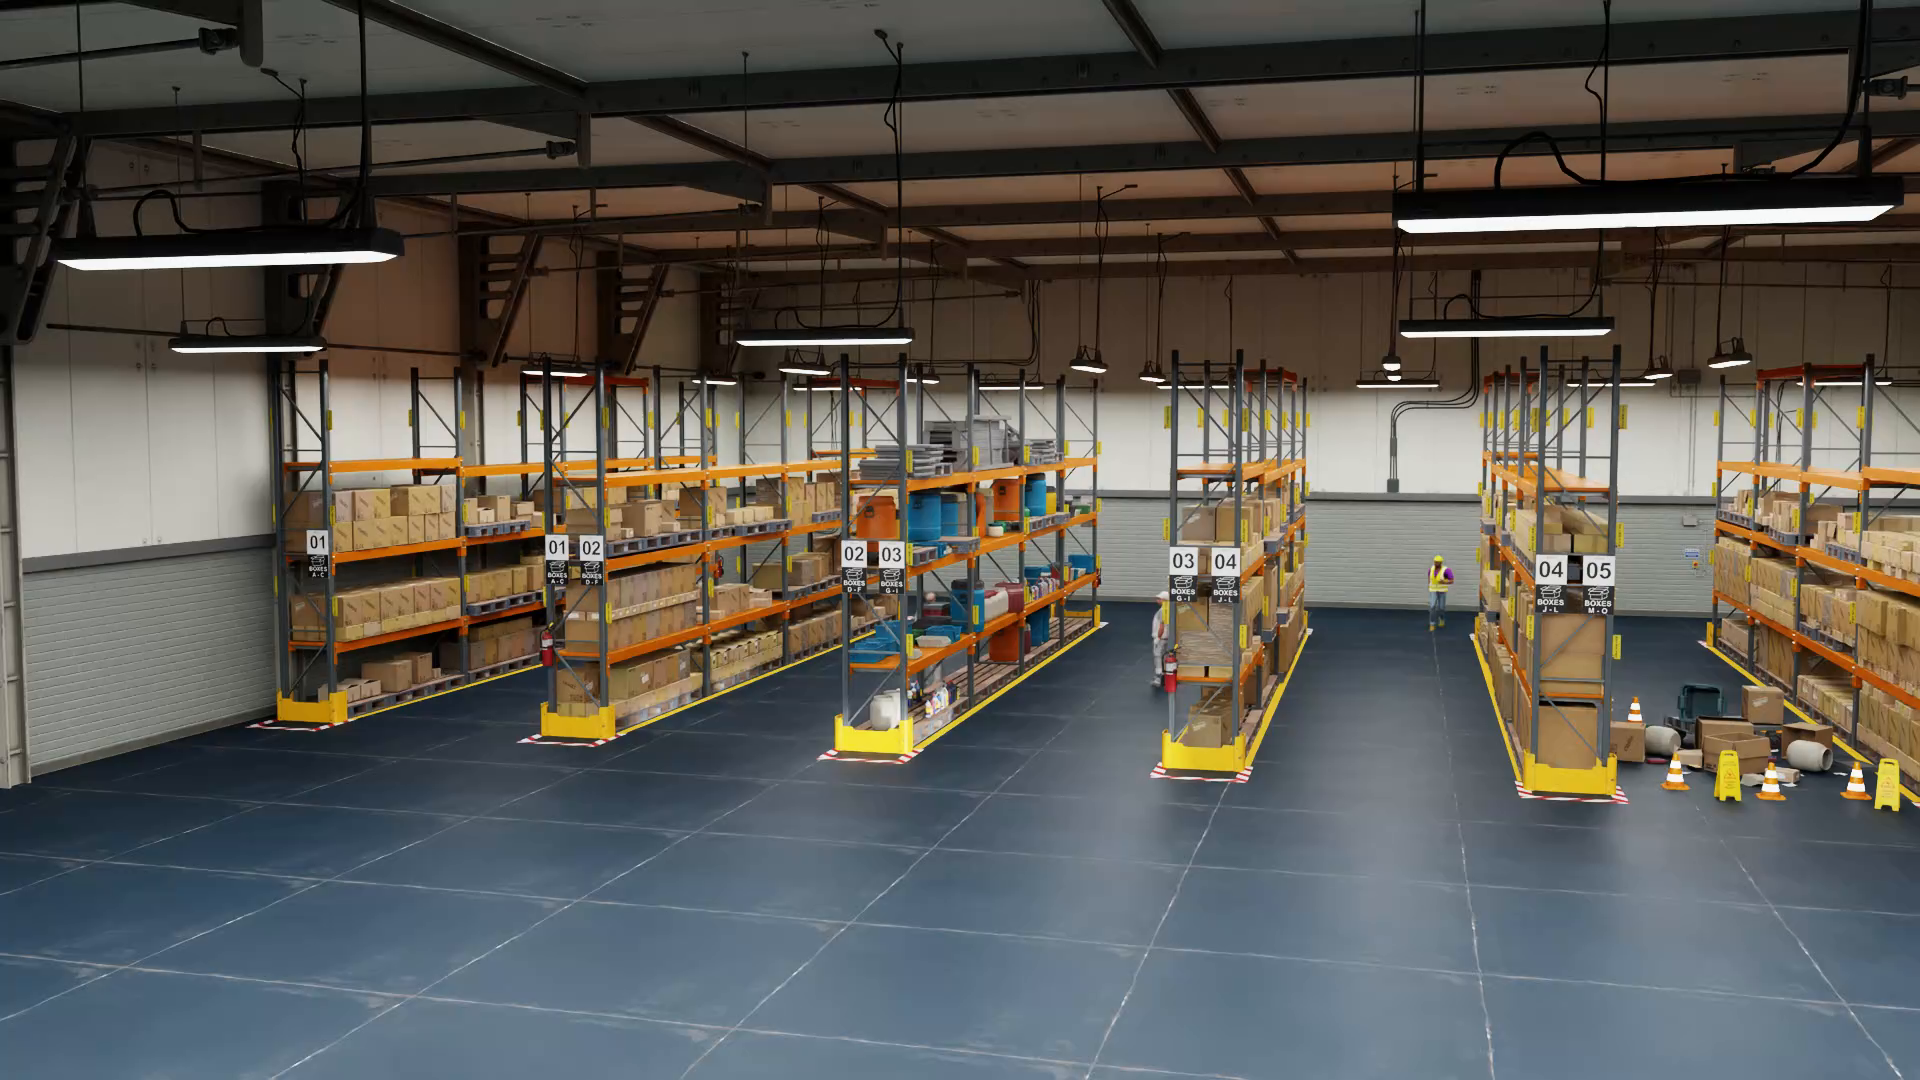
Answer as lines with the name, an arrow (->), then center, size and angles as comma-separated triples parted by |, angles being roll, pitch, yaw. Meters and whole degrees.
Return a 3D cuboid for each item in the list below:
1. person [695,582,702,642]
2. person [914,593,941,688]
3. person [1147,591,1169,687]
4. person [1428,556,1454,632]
person -> -5.428, 1.686, 34.880 | 0.485, 1.622, 0.929 | 2, 4, 21
person -> -0.537, 1.863, 30.912 | 0.636, 1.785, 0.441 | 1, 4, 18
person -> 3.718, 1.858, 31.300 | 0.535, 1.795, 0.576 | 2, 4, 22
person -> 11.482, 1.272, 39.728 | 0.625, 1.807, 0.847 | 2, 4, 21
